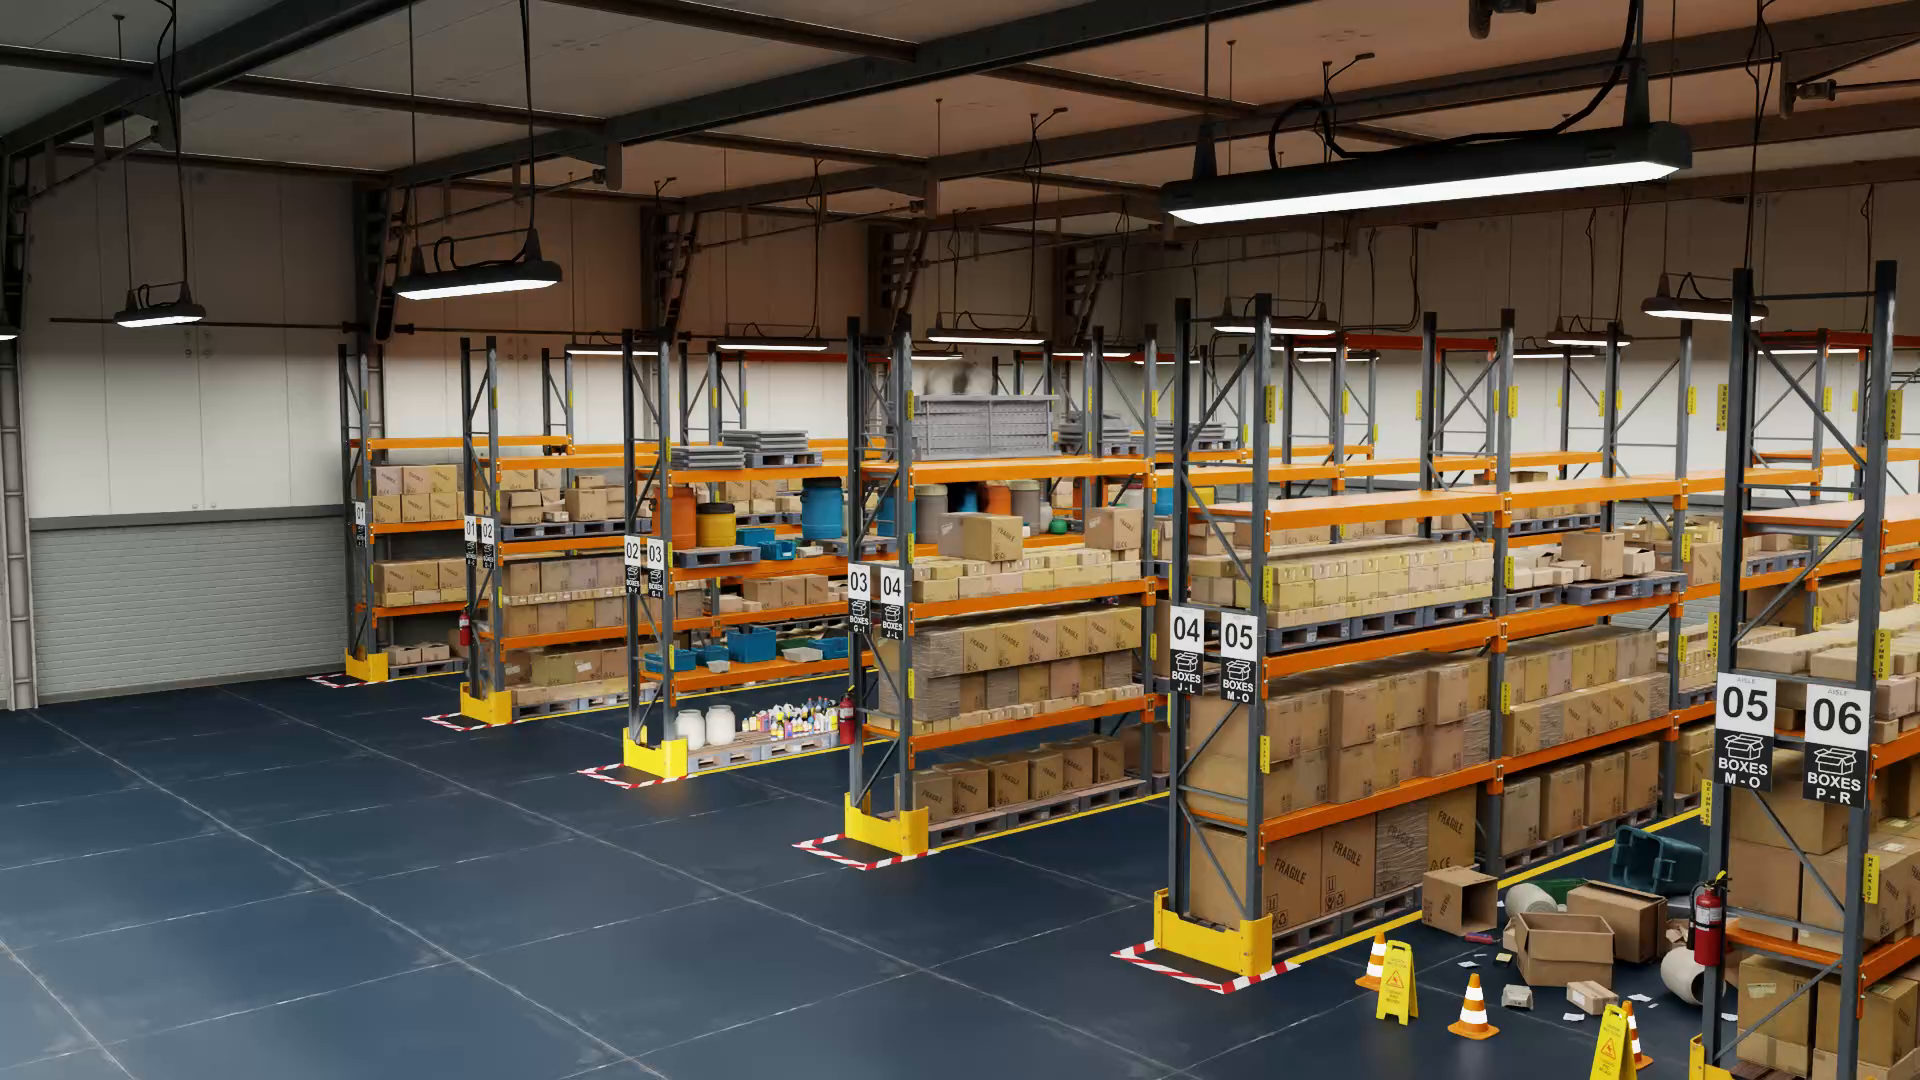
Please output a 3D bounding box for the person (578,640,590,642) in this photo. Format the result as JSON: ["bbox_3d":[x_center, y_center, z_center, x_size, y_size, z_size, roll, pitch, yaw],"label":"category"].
[{"bbox_3d":[-6.643,1.639,29.679,0.712,1.778,1.189,4,7,39],"label":"person"}]

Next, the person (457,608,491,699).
[{"bbox_3d":[-8.062,1.897,27.666,0.560,1.562,0.600,5,7,44],"label":"person"}]
